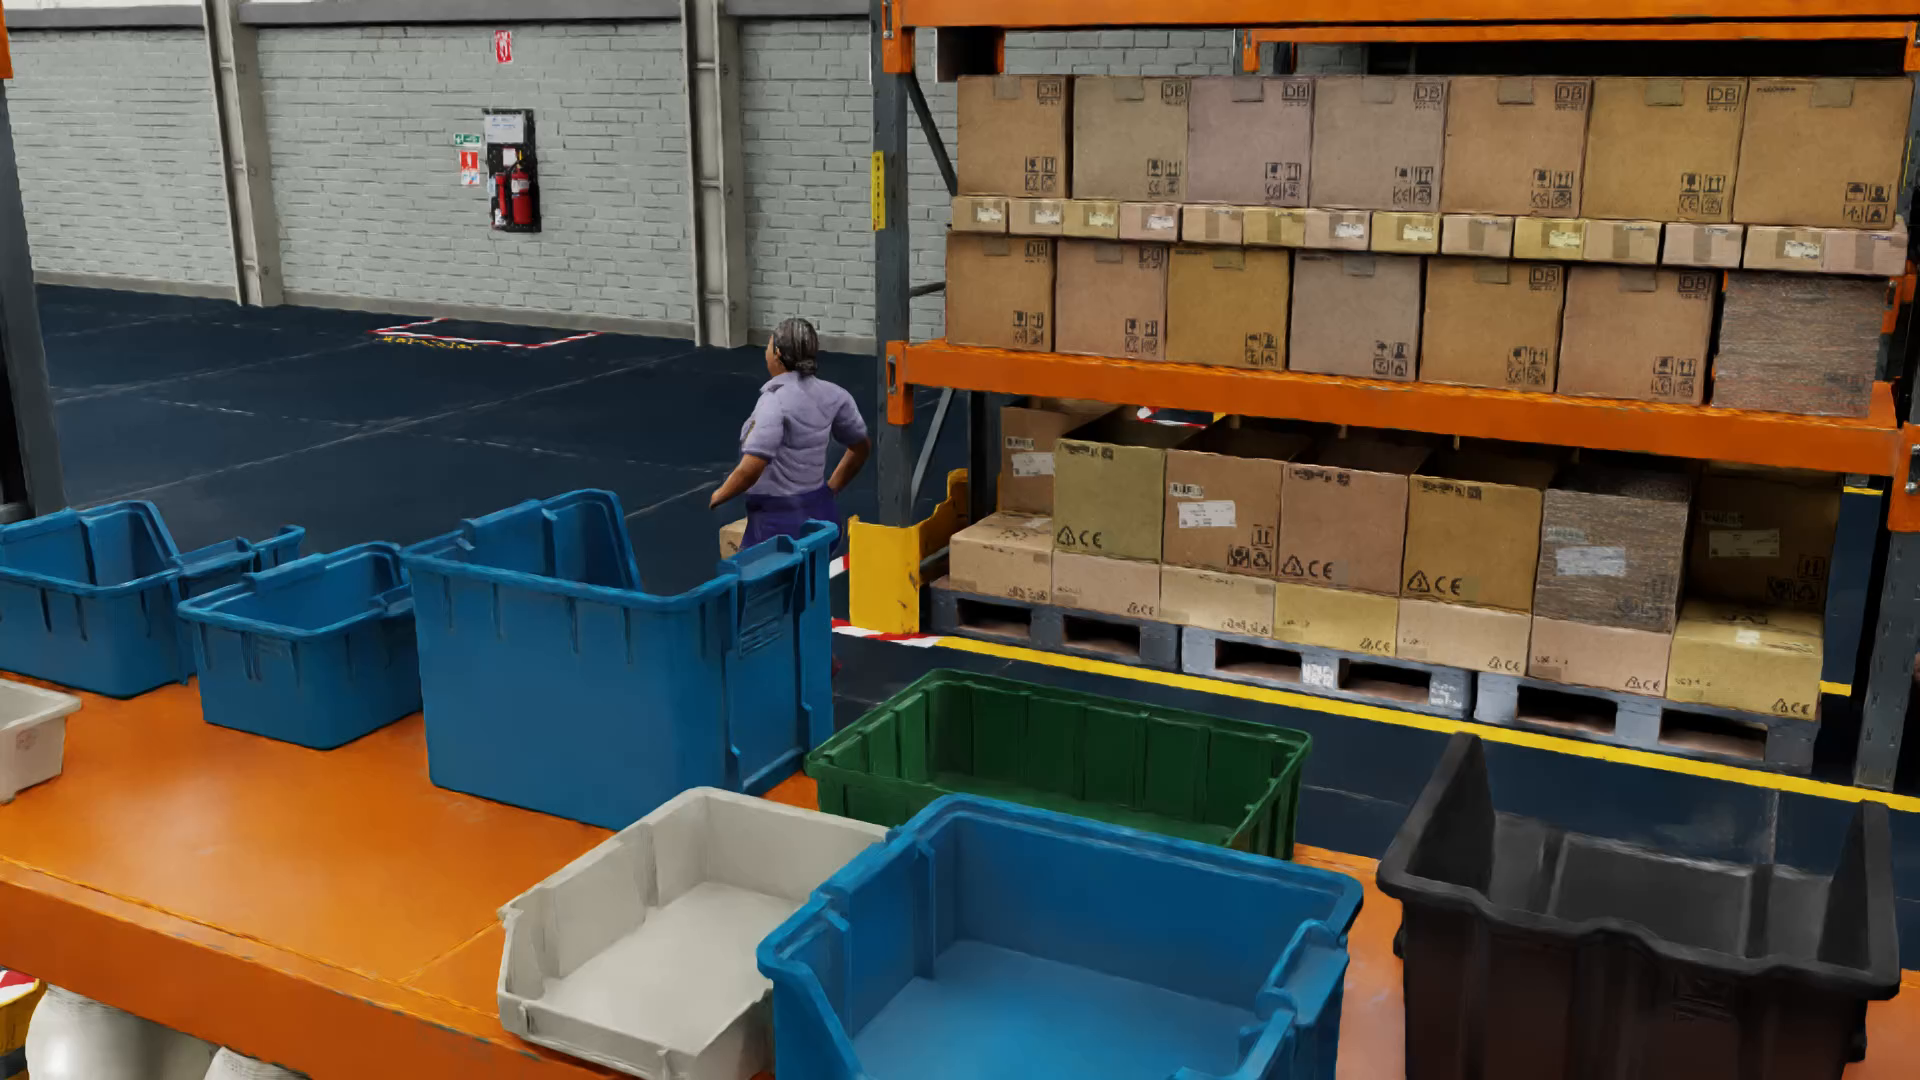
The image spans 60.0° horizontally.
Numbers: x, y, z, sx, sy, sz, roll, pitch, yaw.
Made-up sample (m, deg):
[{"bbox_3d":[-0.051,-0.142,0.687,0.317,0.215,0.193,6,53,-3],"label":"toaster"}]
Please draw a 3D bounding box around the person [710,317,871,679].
[{"bbox_3d":[-0.690,-0.034,6.273,0.530,1.597,0.665,7,17,22],"label":"person"}]
